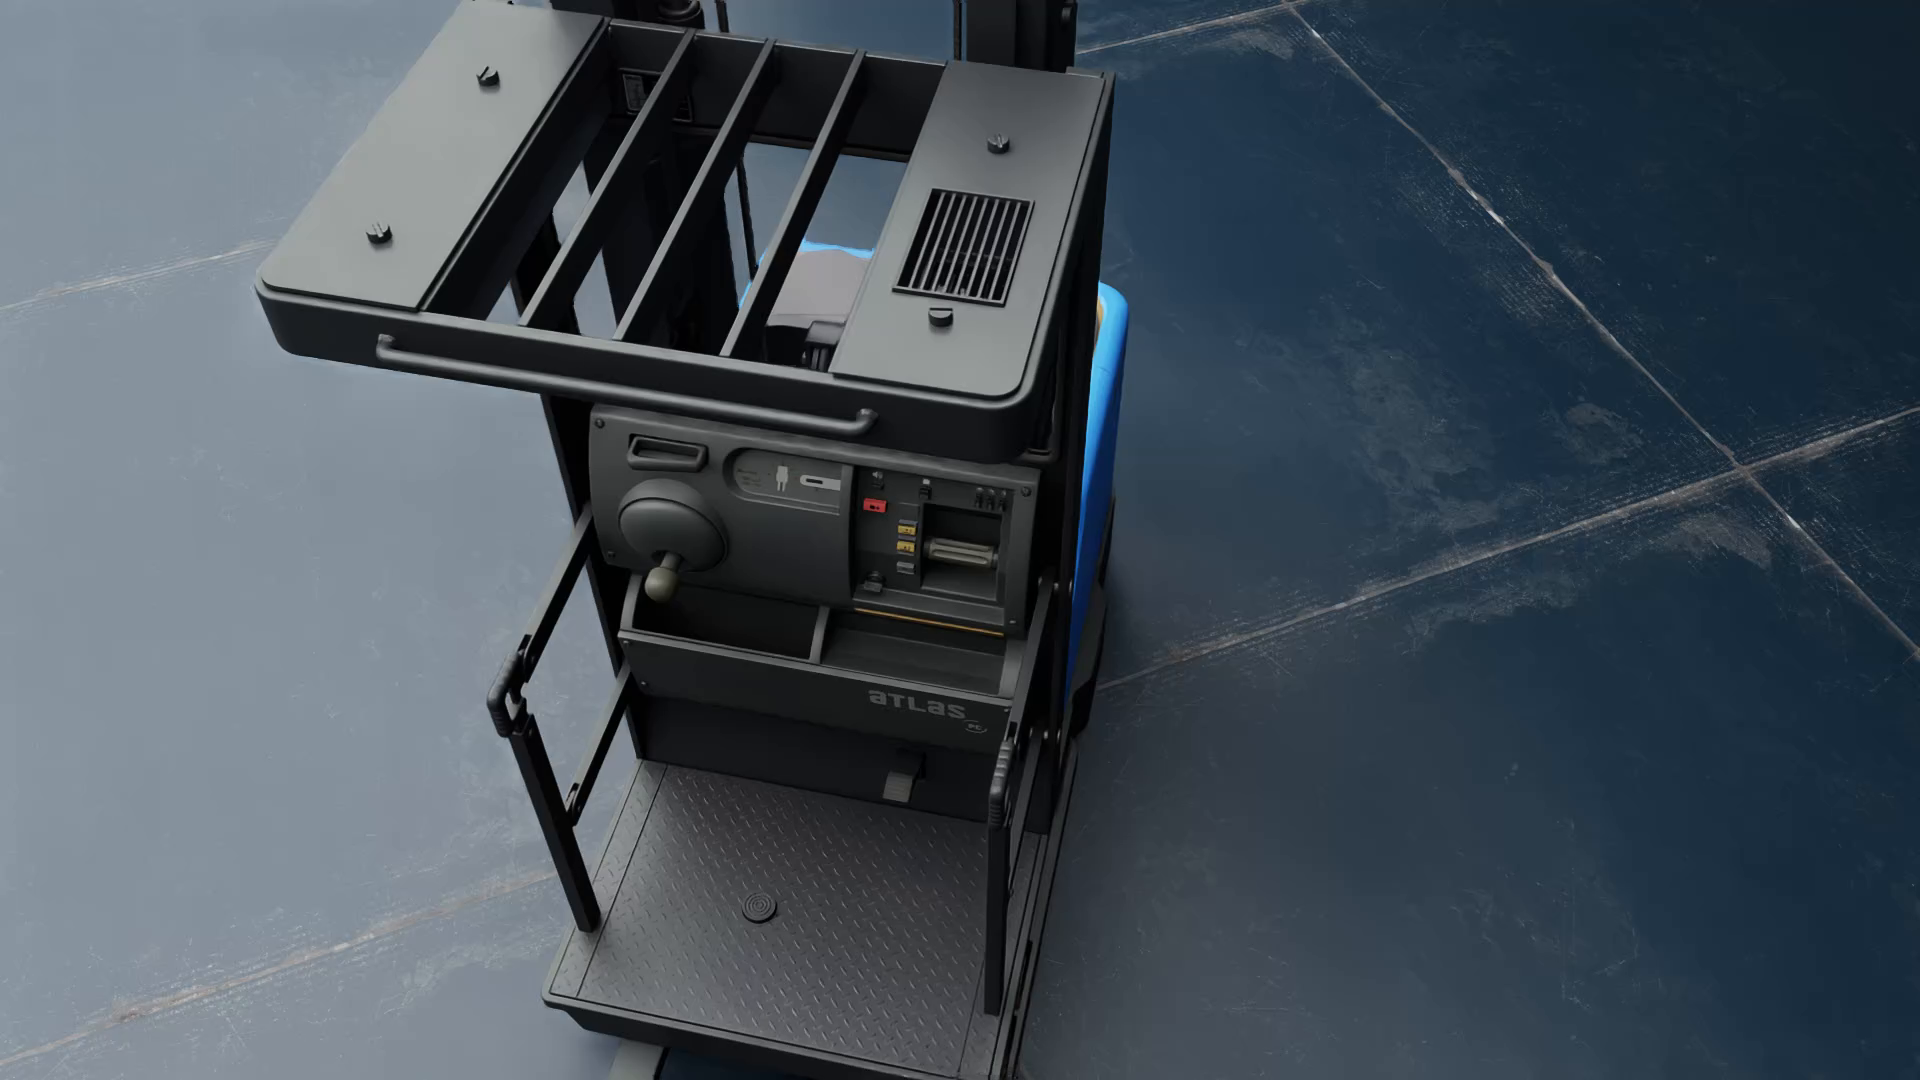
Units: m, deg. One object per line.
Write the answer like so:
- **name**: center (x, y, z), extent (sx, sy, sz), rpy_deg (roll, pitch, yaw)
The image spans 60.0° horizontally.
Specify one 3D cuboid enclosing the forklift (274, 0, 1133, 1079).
- **forklift**: center (-0.337, 0.035, 3.288), extent (1.130, 2.935, 3.031), rpy_deg (9, 50, 8)
